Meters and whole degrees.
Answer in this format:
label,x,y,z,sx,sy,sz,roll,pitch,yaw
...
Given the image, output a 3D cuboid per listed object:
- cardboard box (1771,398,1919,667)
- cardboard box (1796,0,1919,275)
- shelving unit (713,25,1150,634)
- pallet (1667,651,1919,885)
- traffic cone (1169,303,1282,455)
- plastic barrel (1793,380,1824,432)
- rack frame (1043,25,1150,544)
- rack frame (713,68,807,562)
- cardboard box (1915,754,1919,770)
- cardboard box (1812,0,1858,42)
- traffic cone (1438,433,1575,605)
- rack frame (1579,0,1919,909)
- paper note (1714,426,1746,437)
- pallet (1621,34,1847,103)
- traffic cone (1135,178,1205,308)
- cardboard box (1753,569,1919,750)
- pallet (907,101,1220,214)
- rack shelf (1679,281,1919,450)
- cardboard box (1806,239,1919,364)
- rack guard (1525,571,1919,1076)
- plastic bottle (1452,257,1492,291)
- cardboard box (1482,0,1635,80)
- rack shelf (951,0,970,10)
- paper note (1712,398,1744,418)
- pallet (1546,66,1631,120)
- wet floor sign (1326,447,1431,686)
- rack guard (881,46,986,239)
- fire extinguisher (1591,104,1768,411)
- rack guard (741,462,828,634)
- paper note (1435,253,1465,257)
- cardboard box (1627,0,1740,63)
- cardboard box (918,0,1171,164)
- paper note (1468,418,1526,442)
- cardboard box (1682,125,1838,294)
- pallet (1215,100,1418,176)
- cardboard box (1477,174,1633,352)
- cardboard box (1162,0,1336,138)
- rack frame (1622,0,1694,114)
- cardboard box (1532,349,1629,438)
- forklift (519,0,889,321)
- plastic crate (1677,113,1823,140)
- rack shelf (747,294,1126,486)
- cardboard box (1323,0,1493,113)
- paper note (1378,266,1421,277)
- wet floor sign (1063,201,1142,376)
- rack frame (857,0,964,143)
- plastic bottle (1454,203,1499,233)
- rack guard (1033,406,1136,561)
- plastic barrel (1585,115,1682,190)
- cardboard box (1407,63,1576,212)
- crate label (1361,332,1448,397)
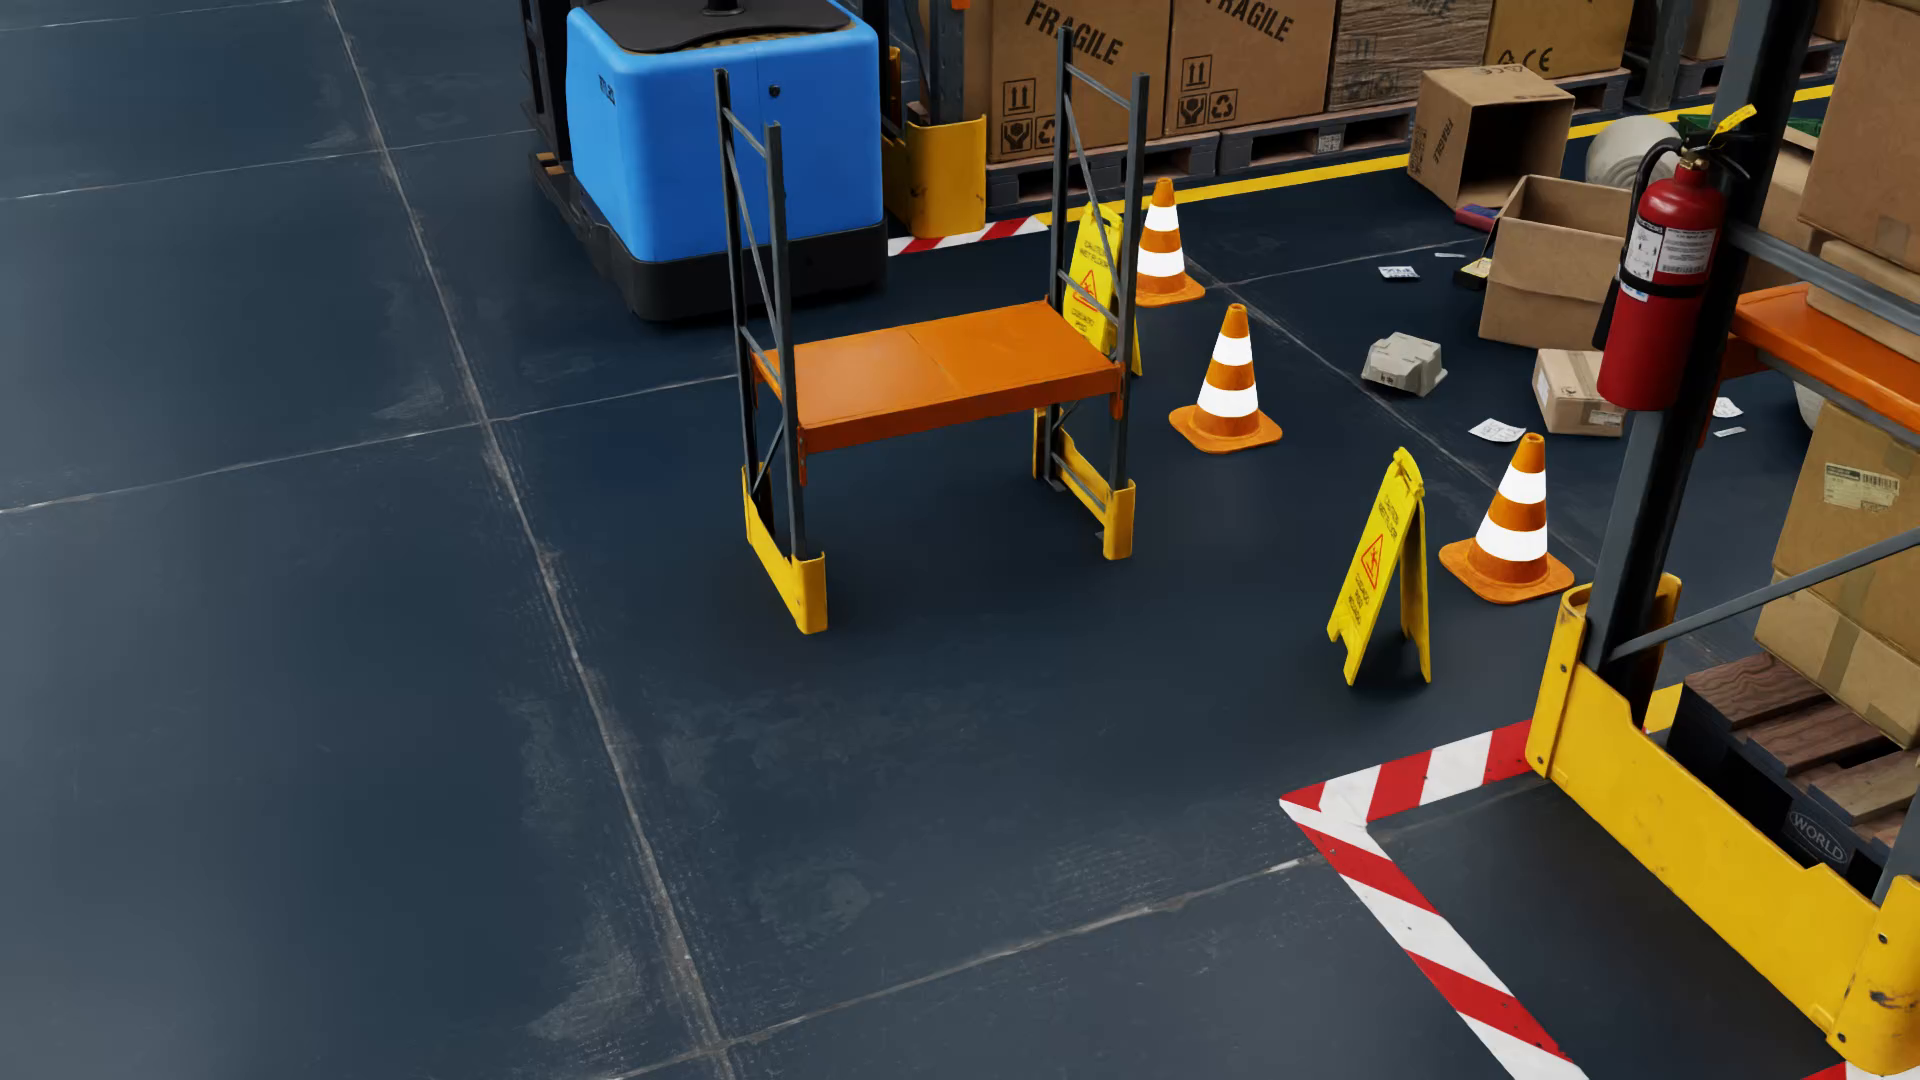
label,x,y,z,sx,sy,sz,roll,pitch,yaw
cardboard box,2.418,-0.067,4.051,0.500,0.500,0.500,-13,35,-19
cardboard box,2.174,-0.849,3.440,0.500,0.500,0.500,-14,35,-20
shelving unit,-0.070,-0.613,4.816,1.083,1.500,0.587,-13,35,-19
pallet,2.613,0.570,4.180,1.213,0.211,1.003,-13,35,-19
traffic cone,0.934,-0.591,5.735,0.334,0.463,0.336,-13,35,-19
plastic barrel,3.098,-0.546,5.702,0.421,0.421,0.512,10,34,14
rack frame,0.390,-0.718,4.978,0.032,1.500,0.500,-13,35,-19
rack frame,-0.547,-0.503,4.648,0.032,1.500,0.500,-13,35,-19
cardboard box,2.631,0.516,3.842,0.500,0.250,0.500,-13,35,-19
cardboard box,4.887,-3.352,9.330,0.750,0.750,1.050,-13,35,-19
traffic cone,1.677,-0.105,4.987,0.334,0.463,0.336,-13,35,-19
rack frame,1.780,-0.429,3.159,0.127,3.000,1.000,-13,35,-19
paper note,2.697,-0.380,5.824,0.123,0.001,0.032,-13,35,-19
pallet,4.141,-2.773,9.319,1.213,0.211,1.003,-13,35,-19
traffic cone,0.810,-1.232,6.718,0.334,0.463,0.336,-13,35,-19
cardboard box,2.443,0.237,4.272,0.500,0.250,0.500,-13,35,-19
pallet,0.477,-1.936,8.032,1.213,0.211,1.003,-13,35,-19
rack shelf,3.624,-0.550,4.004,4.000,0.370,1.077,-13,35,-19
cardboard box,2.042,-0.510,3.514,0.250,0.149,0.380,-12,35,-17
rack guard,1.850,0.603,3.865,0.348,0.500,1.175,-13,35,-19
plastic bottle,2.182,-1.116,6.910,0.283,0.061,0.133,-27,42,-35
cardboard box,2.852,-2.929,8.565,0.875,0.875,0.875,-12,35,-18
rack shelf,1.615,-3.017,7.797,4.000,0.370,1.077,-13,35,-19
paper note,2.722,-0.484,5.977,0.142,0.019,0.148,-2,33,-2
pallet,2.727,-2.451,8.824,1.213,0.211,1.003,-13,35,-19
wet floor sign,1.191,0.060,4.566,0.232,0.644,0.267,-2,33,-2
rack guard,-0.252,-1.844,7.626,0.348,0.500,1.175,-13,35,-19
fire extinguisher,1.496,-0.604,3.499,0.183,0.674,0.296,-13,35,-19
rack guard,-0.529,0.016,4.996,0.087,0.250,0.587,-13,35,-19
paper note,2.095,-1.218,7.112,0.123,0.001,0.032,4,33,6
cardboard box,3.996,-3.151,9.020,0.750,0.750,1.050,-13,35,-19
cardboard box,0.370,-2.359,7.688,0.875,0.875,0.875,-13,35,-19
paper note,1.881,-0.385,5.814,0.142,0.019,0.148,-27,42,-35
cardboard box,3.278,-1.285,6.639,0.503,0.637,0.797,-13,35,-19
pallet,1.601,-2.192,8.425,1.213,0.211,1.003,-13,35,-19
cardboard box,2.419,-1.027,6.366,0.797,0.503,0.637,16,36,23
cardboard box,1.181,-2.545,7.975,0.875,0.875,0.875,-13,35,-20
rack frame,3.459,-3.741,8.250,0.127,3.000,1.000,-13,35,-19
cardboard box,2.206,-0.526,5.923,0.250,0.149,0.380,4,33,6
forklift,-1.360,-2.863,6.963,1.130,2.935,3.031,-14,36,-20
plastic crate,3.806,-1.891,7.932,0.662,0.188,0.450,4,23,6
rack shelf,-0.079,-0.460,4.911,1.000,0.185,0.538,-13,35,-19
cardboard box,2.022,-2.737,8.269,0.875,0.875,0.875,-13,35,-19
paper note,1.835,-1.120,6.945,0.142,0.017,0.144,-2,33,-2
wet floor sign,0.510,-0.908,6.054,0.232,0.644,0.267,-19,38,-27
rack frame,-0.229,-2.897,6.952,0.127,3.000,1.000,-13,35,-19
plastic bottle,2.349,-1.414,7.367,0.133,0.061,0.283,-27,42,-35
rack guard,0.389,-0.194,5.319,0.087,0.250,0.587,-13,35,-19
plastic barrel,3.006,-1.651,7.399,0.421,0.421,0.512,10,34,14
cardboard box,2.425,-1.851,7.634,0.500,0.500,0.500,-7,34,-11
crate label,1.635,-0.652,6.127,0.250,0.136,0.298,23,39,30
